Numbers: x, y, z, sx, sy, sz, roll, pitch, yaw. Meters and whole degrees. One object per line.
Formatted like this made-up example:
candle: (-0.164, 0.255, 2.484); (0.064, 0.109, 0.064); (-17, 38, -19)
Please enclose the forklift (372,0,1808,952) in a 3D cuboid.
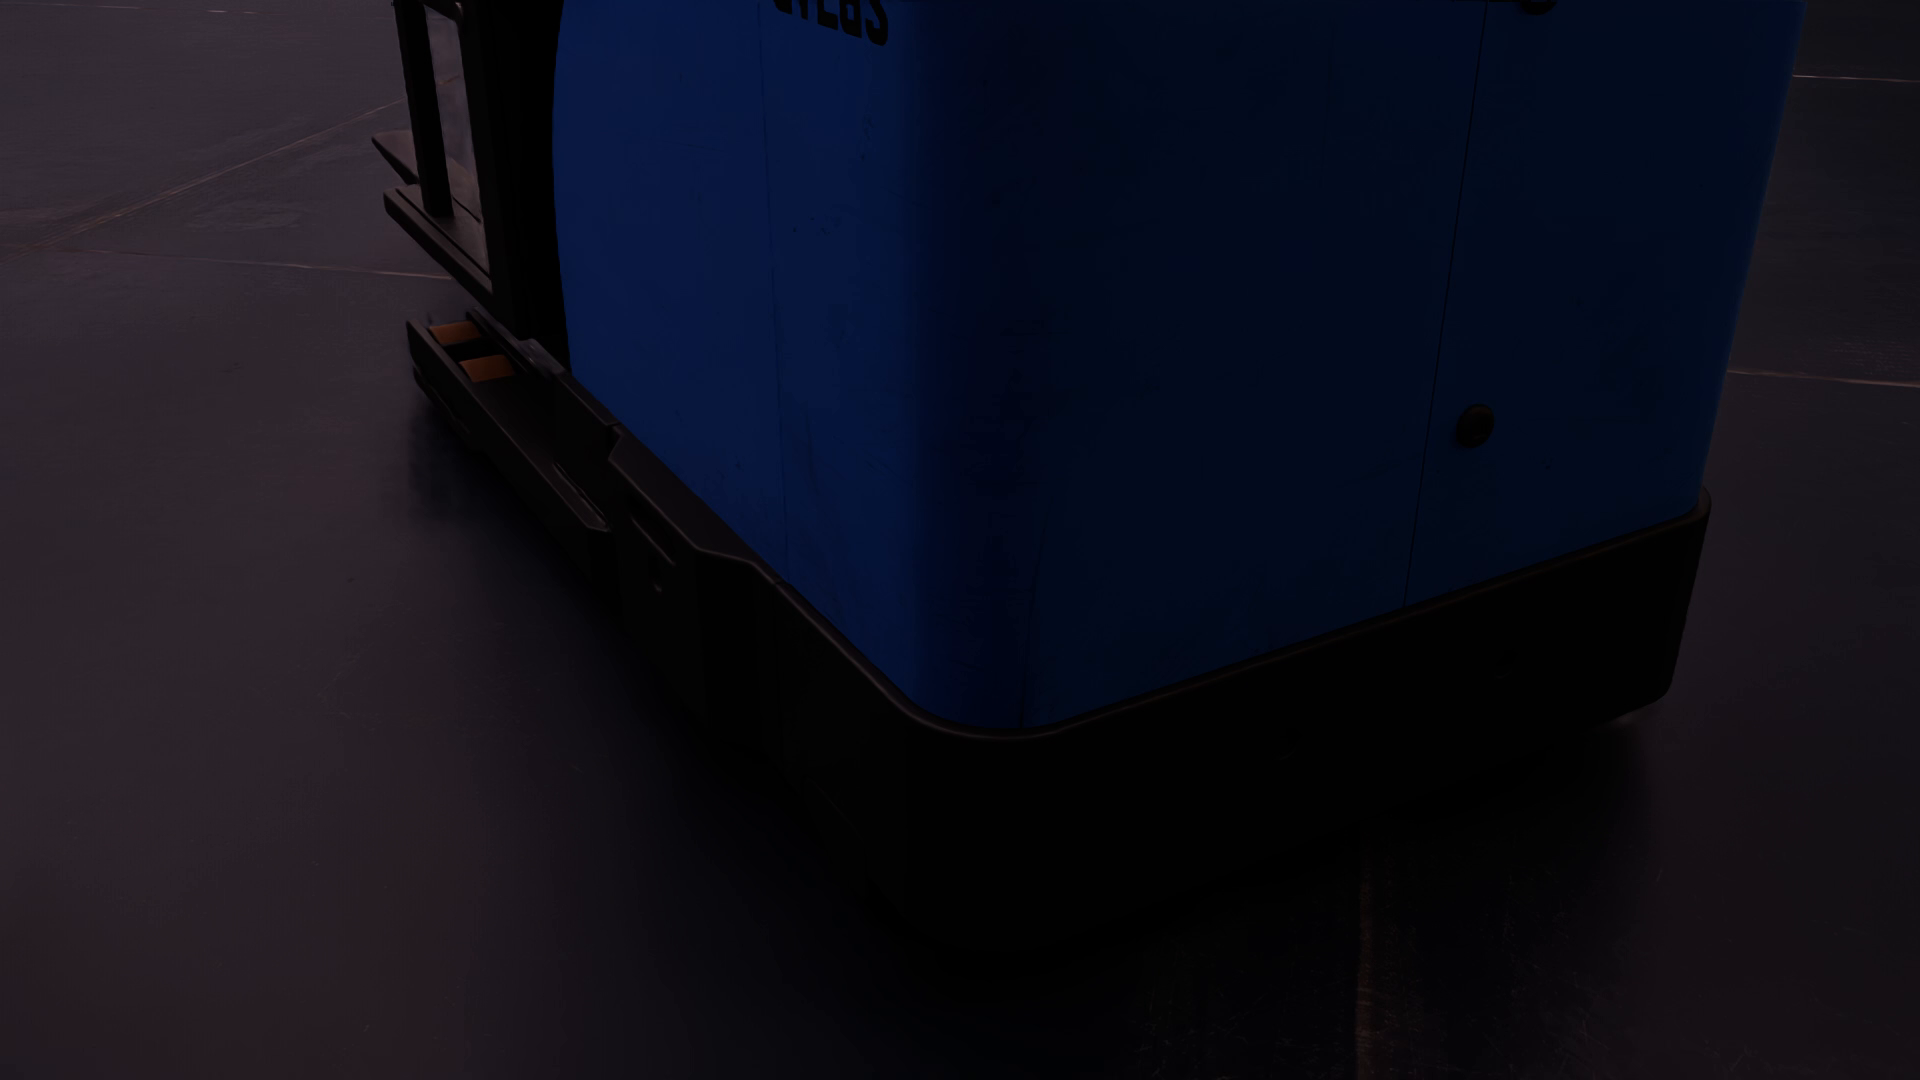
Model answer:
forklift: (-0.313, -1.545, 2.309); (1.130, 2.935, 3.031); (-15, 30, -27)
